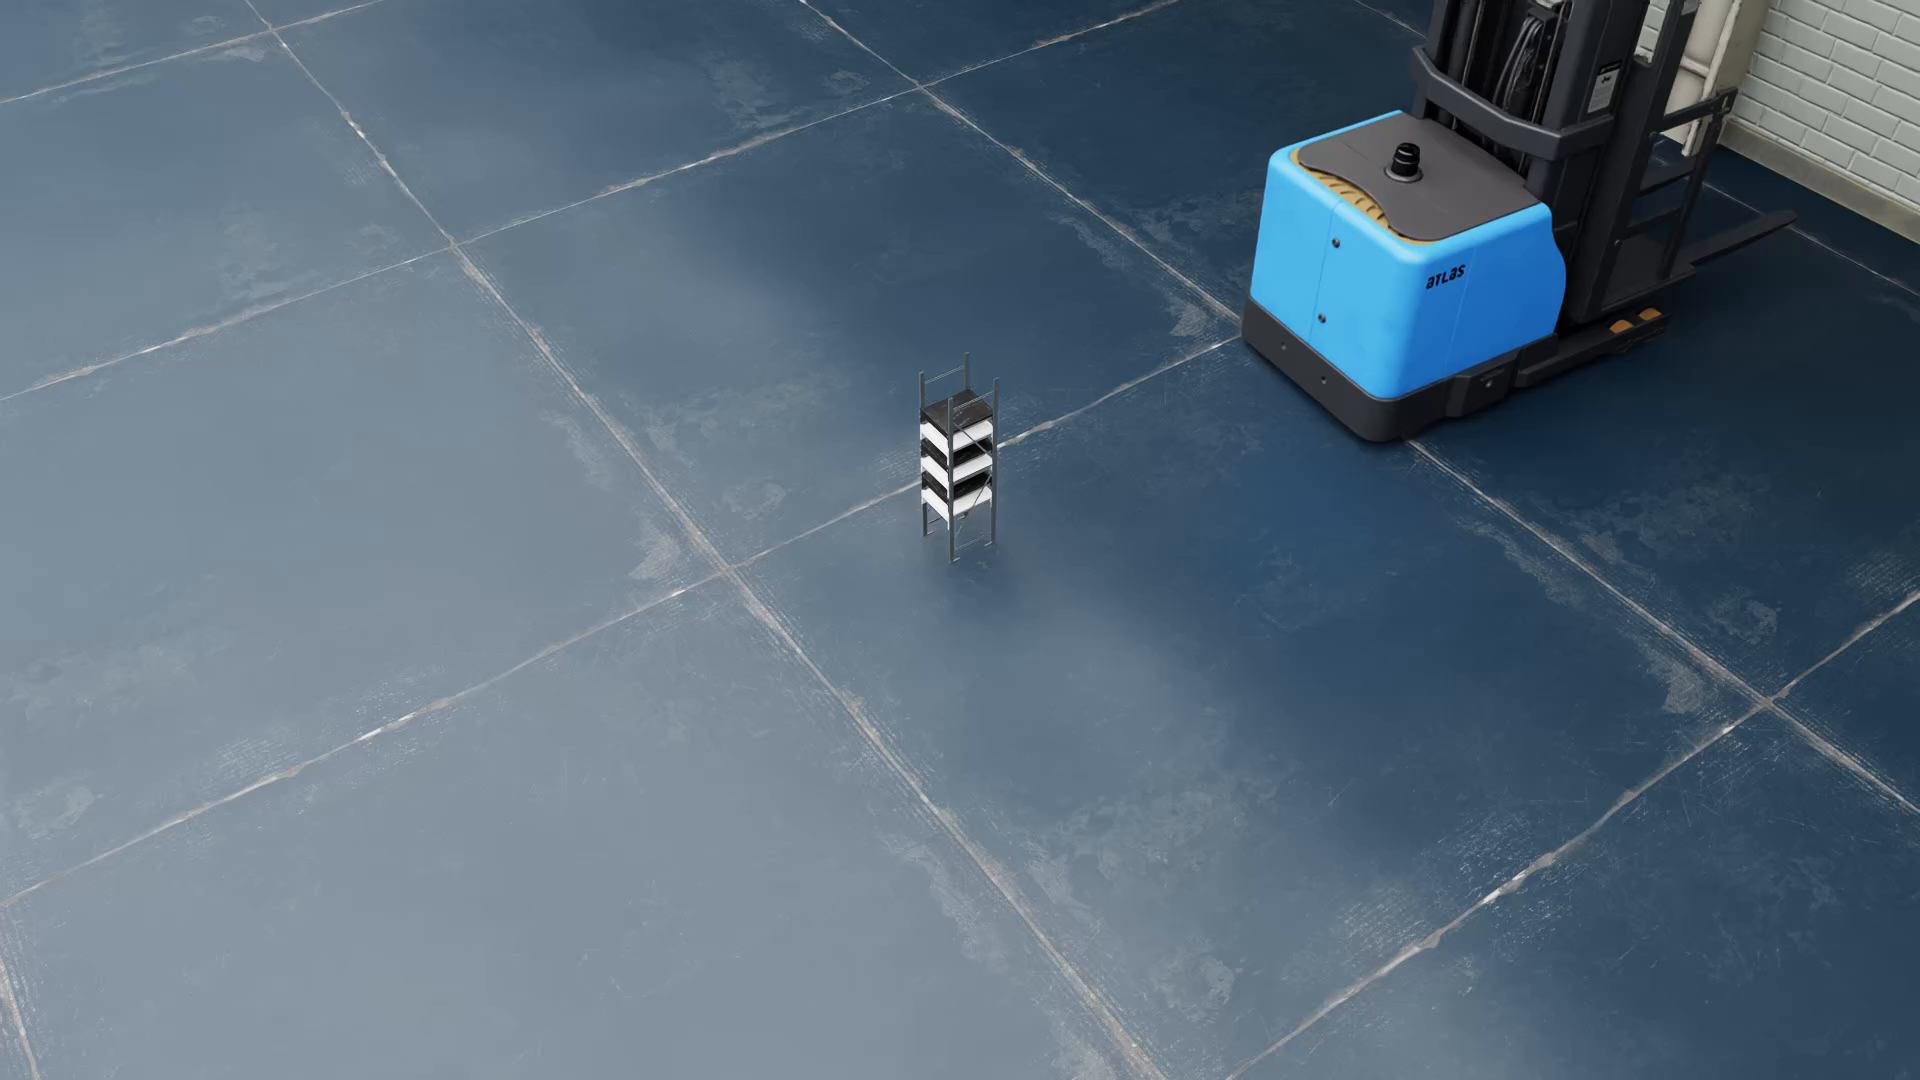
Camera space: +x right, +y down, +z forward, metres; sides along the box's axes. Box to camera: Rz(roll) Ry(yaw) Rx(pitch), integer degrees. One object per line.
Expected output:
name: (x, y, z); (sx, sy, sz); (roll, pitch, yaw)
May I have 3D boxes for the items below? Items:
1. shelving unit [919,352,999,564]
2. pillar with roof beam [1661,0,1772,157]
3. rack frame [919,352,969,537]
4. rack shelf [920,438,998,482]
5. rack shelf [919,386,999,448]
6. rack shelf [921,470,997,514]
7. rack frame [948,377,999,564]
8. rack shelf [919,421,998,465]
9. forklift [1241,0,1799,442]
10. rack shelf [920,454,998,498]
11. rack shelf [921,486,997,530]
shelving unit: (-0.005, -0.330, 6.935); (0.258, 0.900, 0.210); (-26, 49, -24)
pillar with roof beam: (0.664, -3.925, 4.835); (9.100, 9.000, 0.400); (-26, 49, -24)
rack frame: (-0.063, -0.388, 6.995); (0.240, 0.900, 0.006); (-26, 49, -24)
rack shelf: (-0.005, -0.371, 6.896); (0.258, 0.077, 0.200); (-26, 49, -24)
rack shelf: (-0.005, -0.501, 6.772); (0.258, 0.077, 0.200); (-26, 49, -24)
rack shelf: (-0.005, -0.241, 7.020); (0.258, 0.077, 0.200); (-26, 49, -24)
rack frame: (0.054, -0.273, 6.875); (0.240, 0.900, 0.006); (-26, 49, -24)
rack shelf: (-0.005, -0.436, 6.834); (0.258, 0.077, 0.200); (-26, 49, -24)
forklift: (2.920, -2.270, 7.496); (3.031, 2.935, 1.130); (-22, 48, -21)
rack shelf: (-0.005, -0.306, 6.958); (0.258, 0.077, 0.200); (-26, 49, -24)
rack shelf: (-0.005, -0.176, 7.082); (0.258, 0.077, 0.200); (-26, 49, -24)
